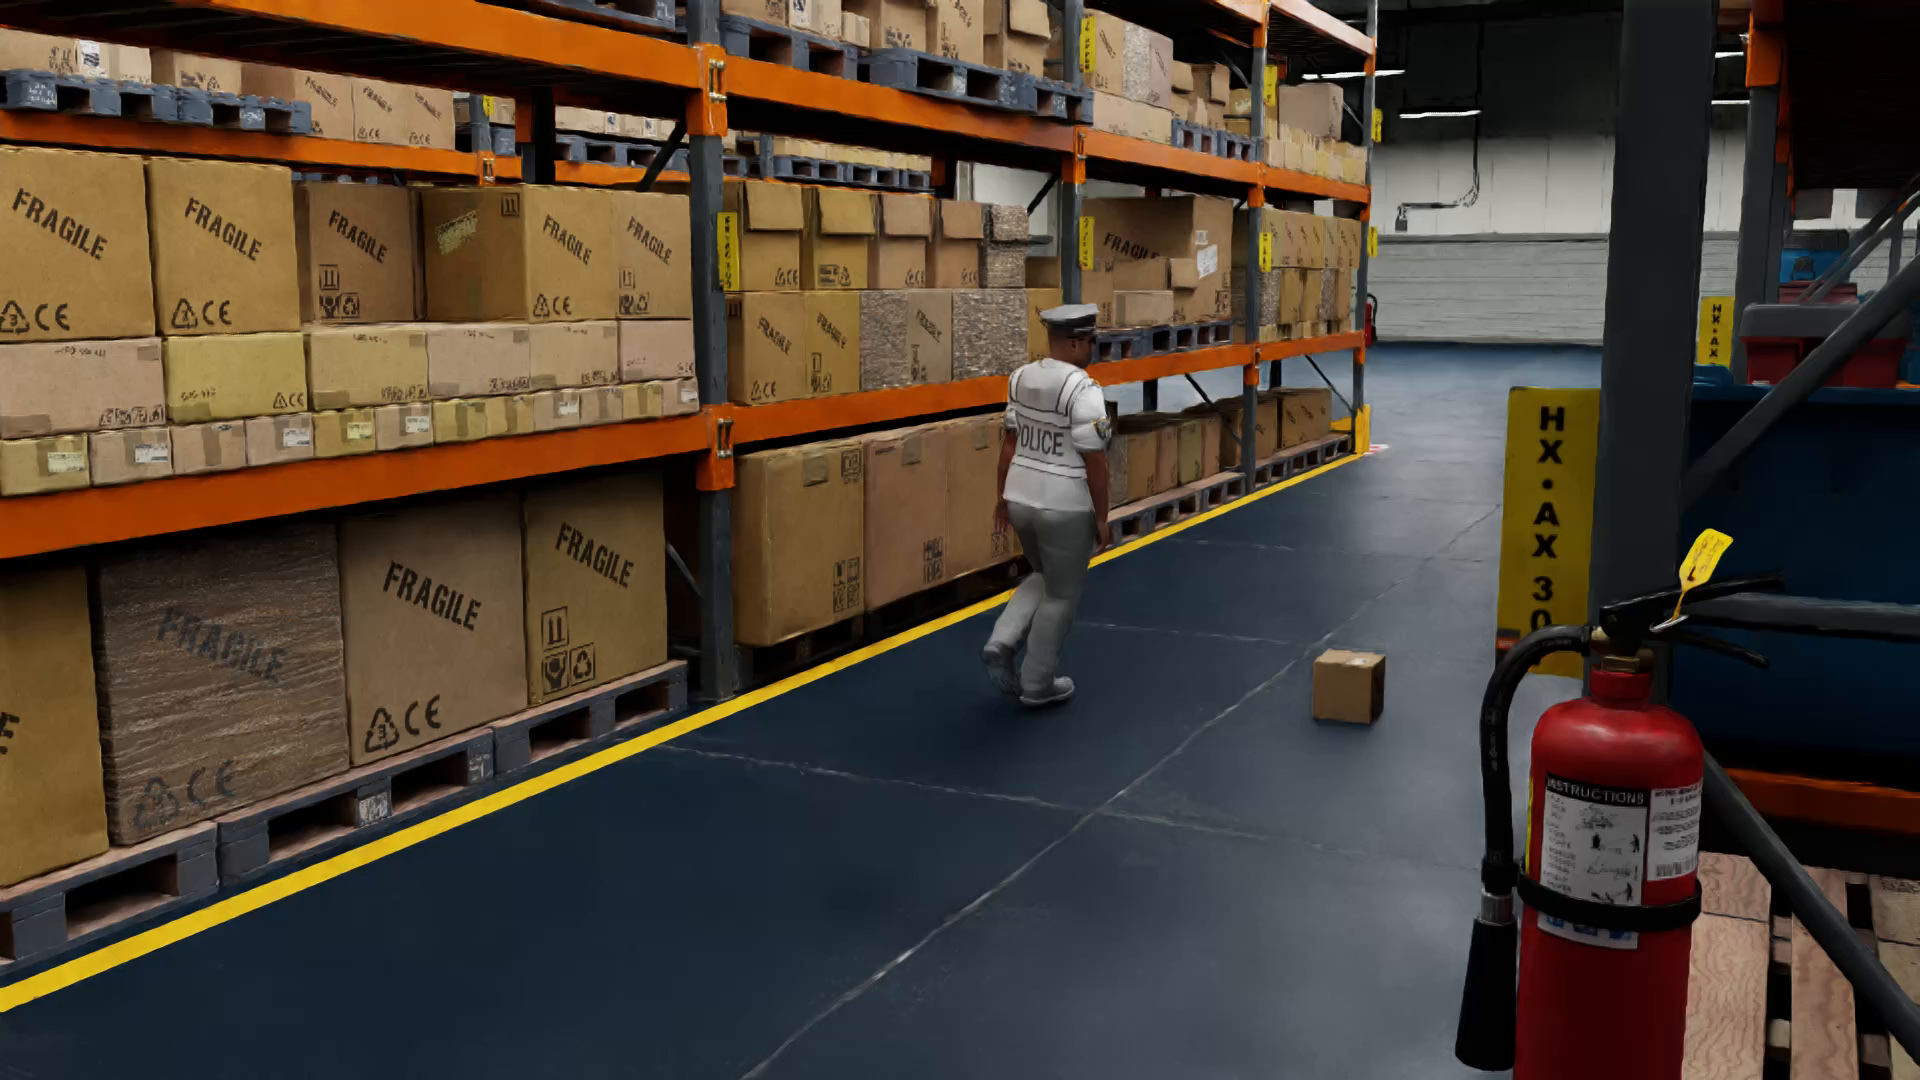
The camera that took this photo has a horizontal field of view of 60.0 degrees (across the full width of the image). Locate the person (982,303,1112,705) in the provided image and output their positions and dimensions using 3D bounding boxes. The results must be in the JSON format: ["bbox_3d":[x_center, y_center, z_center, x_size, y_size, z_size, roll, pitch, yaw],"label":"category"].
[{"bbox_3d":[0.405,-0.142,7.127,0.483,1.731,0.637,-8,12,-40],"label":"person"}]
